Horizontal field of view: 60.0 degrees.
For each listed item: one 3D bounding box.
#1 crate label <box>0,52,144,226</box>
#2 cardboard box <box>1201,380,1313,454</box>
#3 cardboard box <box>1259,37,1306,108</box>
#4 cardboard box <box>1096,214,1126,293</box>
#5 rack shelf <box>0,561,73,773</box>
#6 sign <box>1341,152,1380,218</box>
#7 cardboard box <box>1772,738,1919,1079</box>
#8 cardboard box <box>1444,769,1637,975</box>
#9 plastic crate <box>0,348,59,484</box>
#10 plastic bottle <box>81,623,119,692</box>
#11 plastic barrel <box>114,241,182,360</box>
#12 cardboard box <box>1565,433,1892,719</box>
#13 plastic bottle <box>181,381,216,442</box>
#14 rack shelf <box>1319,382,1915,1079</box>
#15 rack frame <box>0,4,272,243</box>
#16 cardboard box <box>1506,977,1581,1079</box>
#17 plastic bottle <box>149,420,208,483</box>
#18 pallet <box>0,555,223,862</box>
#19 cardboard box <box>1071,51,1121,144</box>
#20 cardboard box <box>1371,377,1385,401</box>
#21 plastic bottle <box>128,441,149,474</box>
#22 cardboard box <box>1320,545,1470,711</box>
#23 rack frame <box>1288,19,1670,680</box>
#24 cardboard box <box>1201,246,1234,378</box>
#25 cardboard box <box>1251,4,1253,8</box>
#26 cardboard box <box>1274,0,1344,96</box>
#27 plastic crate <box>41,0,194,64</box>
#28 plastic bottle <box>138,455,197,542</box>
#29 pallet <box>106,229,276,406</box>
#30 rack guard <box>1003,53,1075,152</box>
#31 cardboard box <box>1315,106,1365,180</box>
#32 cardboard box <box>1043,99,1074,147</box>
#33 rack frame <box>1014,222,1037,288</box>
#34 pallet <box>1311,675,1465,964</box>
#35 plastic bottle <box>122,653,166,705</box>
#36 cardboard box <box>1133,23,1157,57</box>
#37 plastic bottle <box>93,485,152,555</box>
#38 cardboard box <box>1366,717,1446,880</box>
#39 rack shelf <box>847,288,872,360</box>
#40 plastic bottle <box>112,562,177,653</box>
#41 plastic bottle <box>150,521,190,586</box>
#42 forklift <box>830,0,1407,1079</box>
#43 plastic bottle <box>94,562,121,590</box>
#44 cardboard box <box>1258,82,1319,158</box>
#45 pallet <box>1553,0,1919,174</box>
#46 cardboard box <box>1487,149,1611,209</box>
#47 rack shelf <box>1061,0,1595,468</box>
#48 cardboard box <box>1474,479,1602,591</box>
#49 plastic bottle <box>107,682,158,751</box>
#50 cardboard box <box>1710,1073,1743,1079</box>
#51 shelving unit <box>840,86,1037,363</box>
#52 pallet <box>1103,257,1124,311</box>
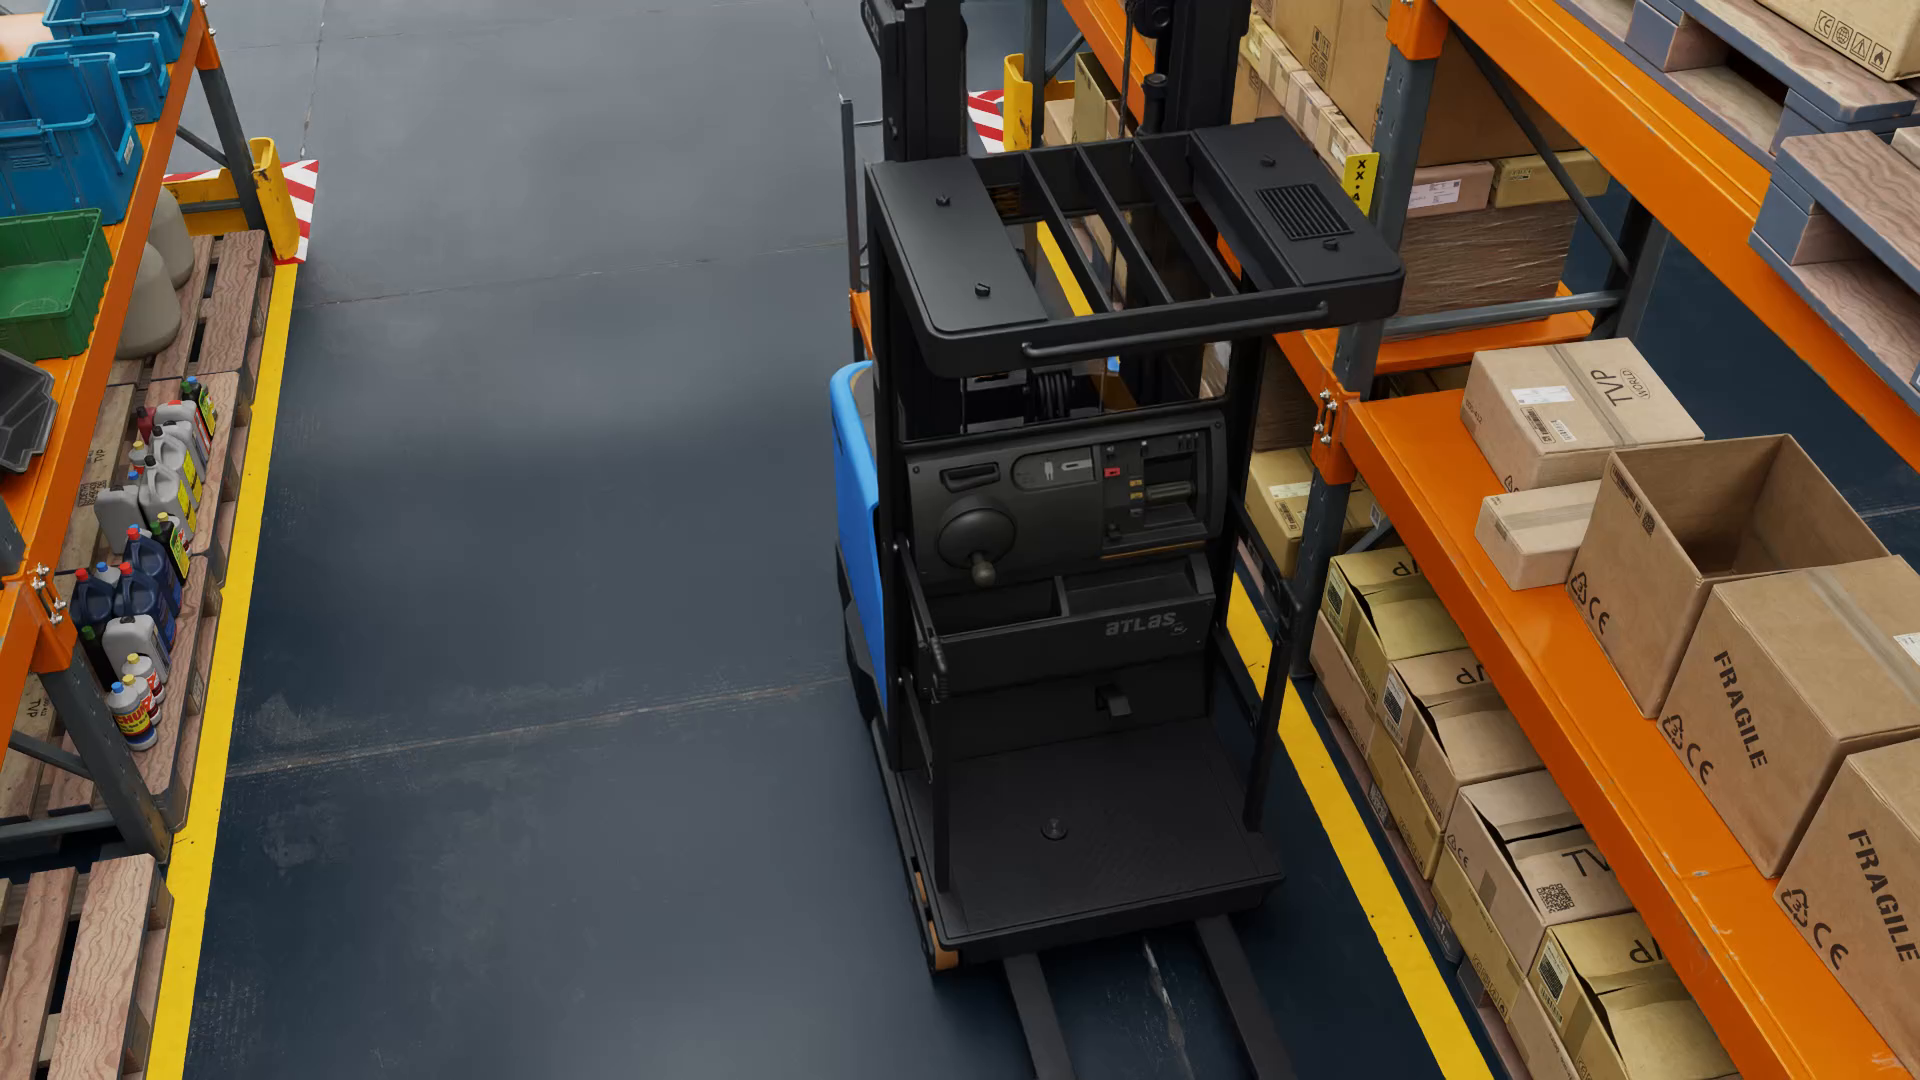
[{"bbox_3d":[-3.338,-1.459,6.108,0.502,0.435,0.616,-8,42,-9],"label":"crate label"},{"bbox_3d":[1.290,-0.438,6.739,0.500,0.250,0.500,-8,42,-9],"label":"cardboard box"},{"bbox_3d":[1.266,-1.640,5.774,0.380,0.149,0.250,-8,42,-9],"label":"cardboard box"},{"bbox_3d":[0.956,-1.409,7.833,0.500,0.250,0.500,-8,42,-9],"label":"cardboard box"},{"bbox_3d":[-2.704,1.558,3.277,1.077,0.370,4.000,-8,42,-9],"label":"rack shelf"},{"bbox_3d":[1.160,-0.988,4.891,0.100,0.325,0.005,-8,42,-9],"label":"sign"},{"bbox_3d":[2.187,0.755,3.564,0.500,0.500,0.500,-10,43,-12],"label":"cardboard box"},{"bbox_3d":[1.764,0.911,4.797,0.500,0.311,0.500,-10,43,-11],"label":"cardboard box"},{"bbox_3d":[-3.124,-0.342,4.922,0.767,0.338,0.504,-8,42,-9],"label":"plastic crate"},{"bbox_3d":[-2.977,0.385,5.772,0.061,0.283,0.133,-8,42,-9],"label":"plastic bottle"},{"bbox_3d":[-3.674,-1.086,7.272,0.421,0.512,0.421,0,42,0],"label":"plastic barrel"},{"bbox_3d":[1.965,0.090,4.314,0.500,0.500,0.500,-6,42,-6],"label":"cardboard box"},{"bbox_3d":[-3.131,-0.548,6.823,0.061,0.283,0.133,-7,42,-8],"label":"plastic bottle"},{"bbox_3d":[2.134,0.851,4.074,1.077,0.370,4.000,-8,42,-9],"label":"rack shelf"},{"bbox_3d":[-3.999,-2.600,7.420,1.000,3.000,0.127,-8,42,-9],"label":"rack frame"},{"bbox_3d":[1.879,1.450,4.612,0.500,0.250,0.500,-8,42,-8],"label":"cardboard box"},{"bbox_3d":[-3.117,-0.361,6.618,0.152,0.276,0.135,-9,42,-10],"label":"plastic bottle"},{"bbox_3d":[-3.240,0.594,5.922,1.003,0.211,1.213,-8,42,-9],"label":"pallet"},{"bbox_3d":[0.847,-2.013,7.949,0.500,0.500,0.500,-8,42,-9],"label":"cardboard box"},{"bbox_3d":[1.792,-0.792,6.573,0.500,0.500,0.500,-8,42,-9],"label":"cardboard box"},{"bbox_3d":[-3.235,-0.303,6.609,0.097,0.201,0.097,0,42,0],"label":"plastic bottle"},{"bbox_3d":[1.548,0.250,5.541,0.500,0.311,0.500,-8,42,-9],"label":"cardboard box"},{"bbox_3d":[1.702,-0.715,5.296,1.000,3.000,0.127,-8,42,-9],"label":"rack frame"},{"bbox_3d":[1.180,-1.042,6.855,0.500,0.500,0.500,-8,42,-9],"label":"cardboard box"},{"bbox_3d":[1.161,-1.964,6.138,0.380,0.149,0.250,-7,42,-8],"label":"cardboard box"},{"bbox_3d":[1.490,-1.851,5.524,0.700,0.500,0.500,-8,42,-9],"label":"cardboard box"},{"bbox_3d":[-3.599,-2.263,7.152,0.499,0.251,0.616,-8,42,-9],"label":"plastic crate"},{"bbox_3d":[-3.037,-0.162,6.337,0.144,0.351,0.185,-9,42,-10],"label":"plastic bottle"},{"bbox_3d":[-3.766,-0.987,7.703,1.003,0.211,1.213,-8,42,-9],"label":"pallet"},{"bbox_3d":[0.833,-2.388,9.064,1.175,0.500,0.348,-8,42,-9],"label":"rack guard"},{"bbox_3d":[1.383,-1.301,5.392,0.380,0.149,0.250,-9,42,-10],"label":"cardboard box"},{"bbox_3d":[0.737,-2.057,8.562,0.500,0.250,0.500,-8,42,-9],"label":"cardboard box"},{"bbox_3d":[0.020,-0.503,6.187,0.500,1.500,0.032,-9,42,-10],"label":"rack frame"},{"bbox_3d":[1.899,0.800,5.690,1.003,0.211,1.213,-8,42,-9],"label":"pallet"},{"bbox_3d":[-2.820,0.473,5.734,0.097,0.201,0.097,0,42,0],"label":"plastic bottle"},{"bbox_3d":[1.146,-2.378,7.094,0.700,0.500,0.500,-8,42,-9],"label":"cardboard box"},{"bbox_3d":[-3.176,-0.096,6.319,0.152,0.276,0.135,-8,42,-9],"label":"plastic bottle"},{"bbox_3d":[1.656,0.785,5.361,0.500,0.250,0.500,-7,42,-8],"label":"cardboard box"},{"bbox_3d":[-0.097,-0.697,6.676,0.538,0.185,1.000,-9,42,-10],"label":"rack shelf"},{"bbox_3d":[-2.905,0.236,5.888,0.144,0.351,0.185,-7,42,-8],"label":"plastic bottle"},{"bbox_3d":[-2.940,0.026,6.176,0.061,0.283,0.133,-7,42,-7],"label":"plastic bottle"},{"bbox_3d":[0.365,-0.030,4.576,1.130,2.935,3.031,-9,42,-10],"label":"forklift"},{"bbox_3d":[-3.054,0.189,6.001,0.097,0.271,0.097,0,42,0],"label":"plastic bottle"},{"bbox_3d":[1.480,-1.380,5.970,0.700,0.500,0.500,-9,42,-10],"label":"cardboard box"},{"bbox_3d":[1.905,-1.195,3.721,0.805,0.209,1.217,-10,43,-11],"label":"pallet"},{"bbox_3d":[1.833,-1.197,5.275,0.380,0.149,0.250,-8,42,-9],"label":"cardboard box"},{"bbox_3d":[1.270,-1.742,6.995,1.077,0.370,4.000,-8,42,-9],"label":"rack shelf"},{"bbox_3d":[1.693,-0.017,4.699,0.380,0.149,0.250,-8,42,-9],"label":"cardboard box"},{"bbox_3d":[-2.776,0.579,5.562,0.097,0.271,0.097,0,42,0],"label":"plastic bottle"},{"bbox_3d":[1.987,1.572,4.052,0.500,0.311,0.500,-9,42,-10],"label":"cardboard box"},{"bbox_3d":[-0.095,-0.826,6.550,0.587,1.500,1.083,-9,42,-10],"label":"shelving unit"},{"bbox_3d":[1.304,-0.986,7.701,1.003,0.211,1.213,-8,42,-9],"label":"pallet"}]
